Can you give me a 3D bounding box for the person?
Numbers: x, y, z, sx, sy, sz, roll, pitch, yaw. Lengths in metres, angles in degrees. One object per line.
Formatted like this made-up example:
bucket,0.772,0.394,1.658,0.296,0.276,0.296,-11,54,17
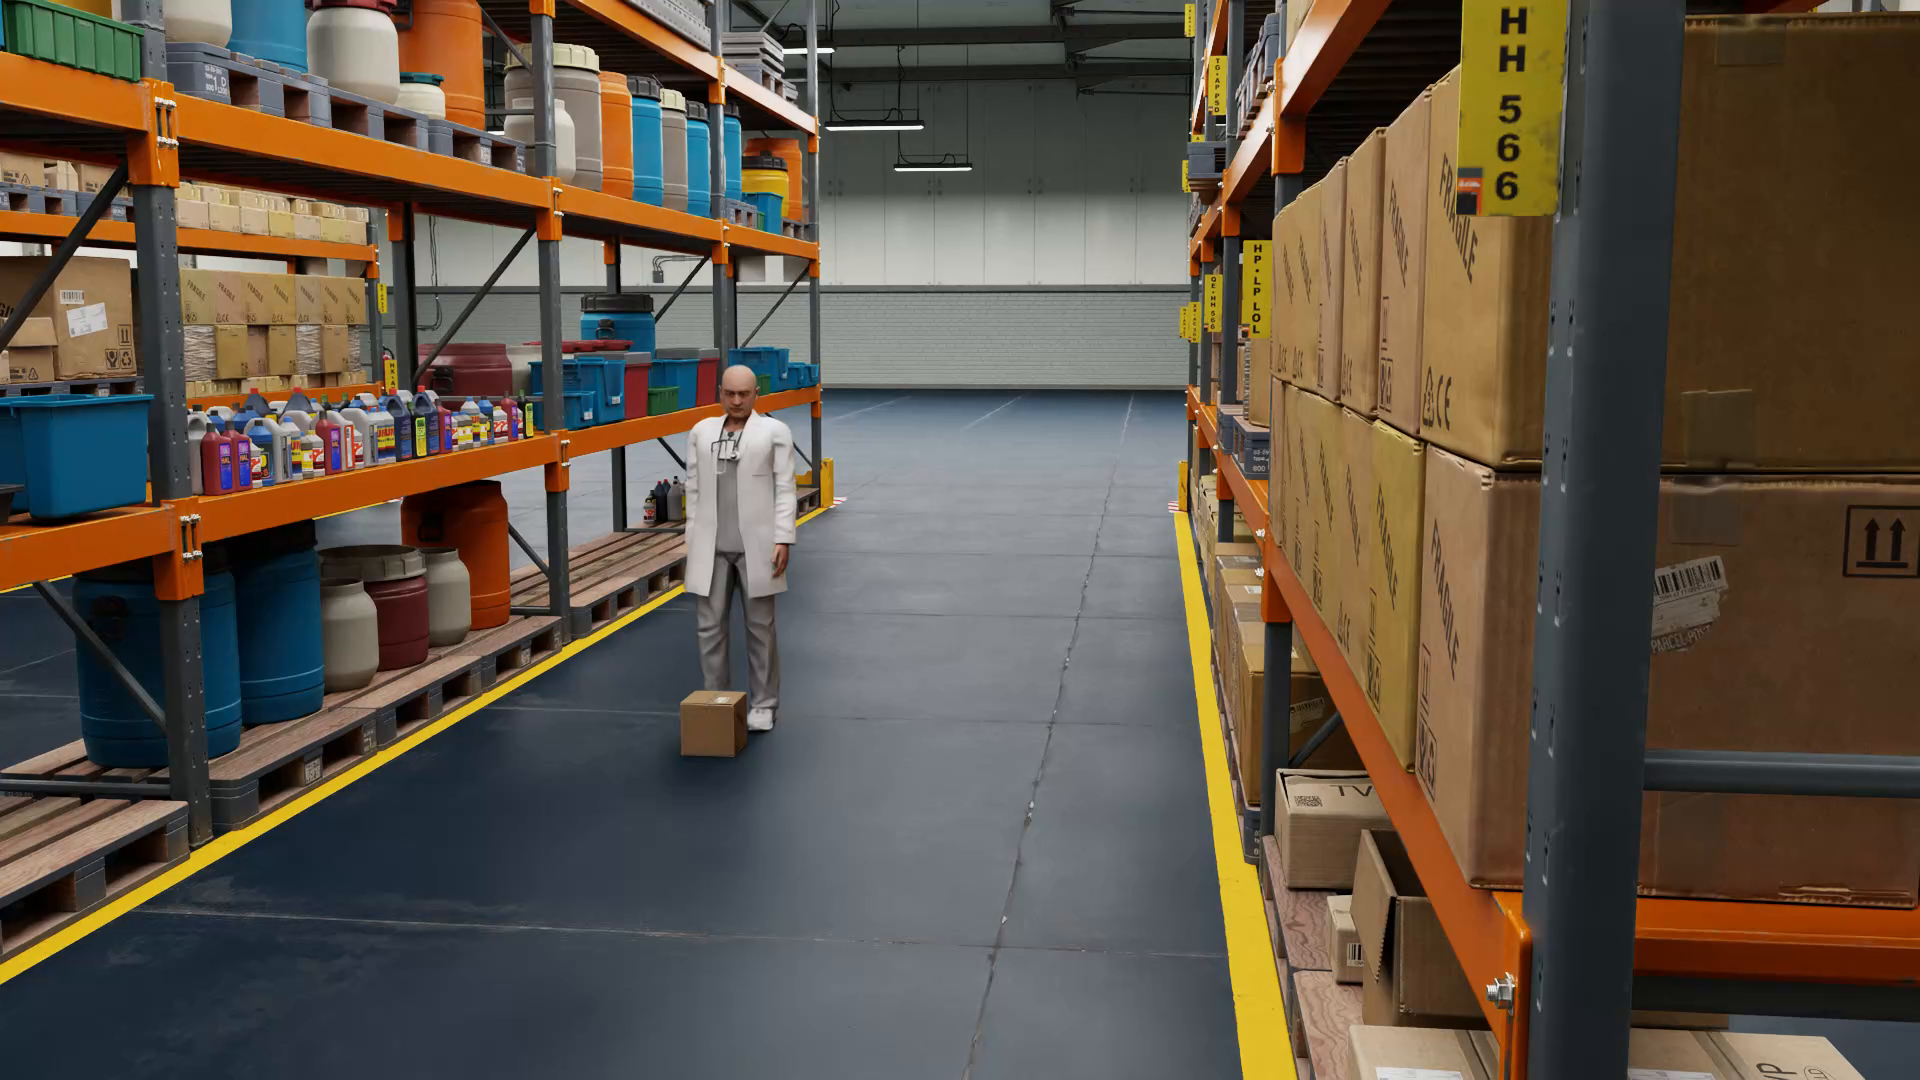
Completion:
person,-1.071,0.038,8.080,0.562,1.774,0.391,1,7,7
